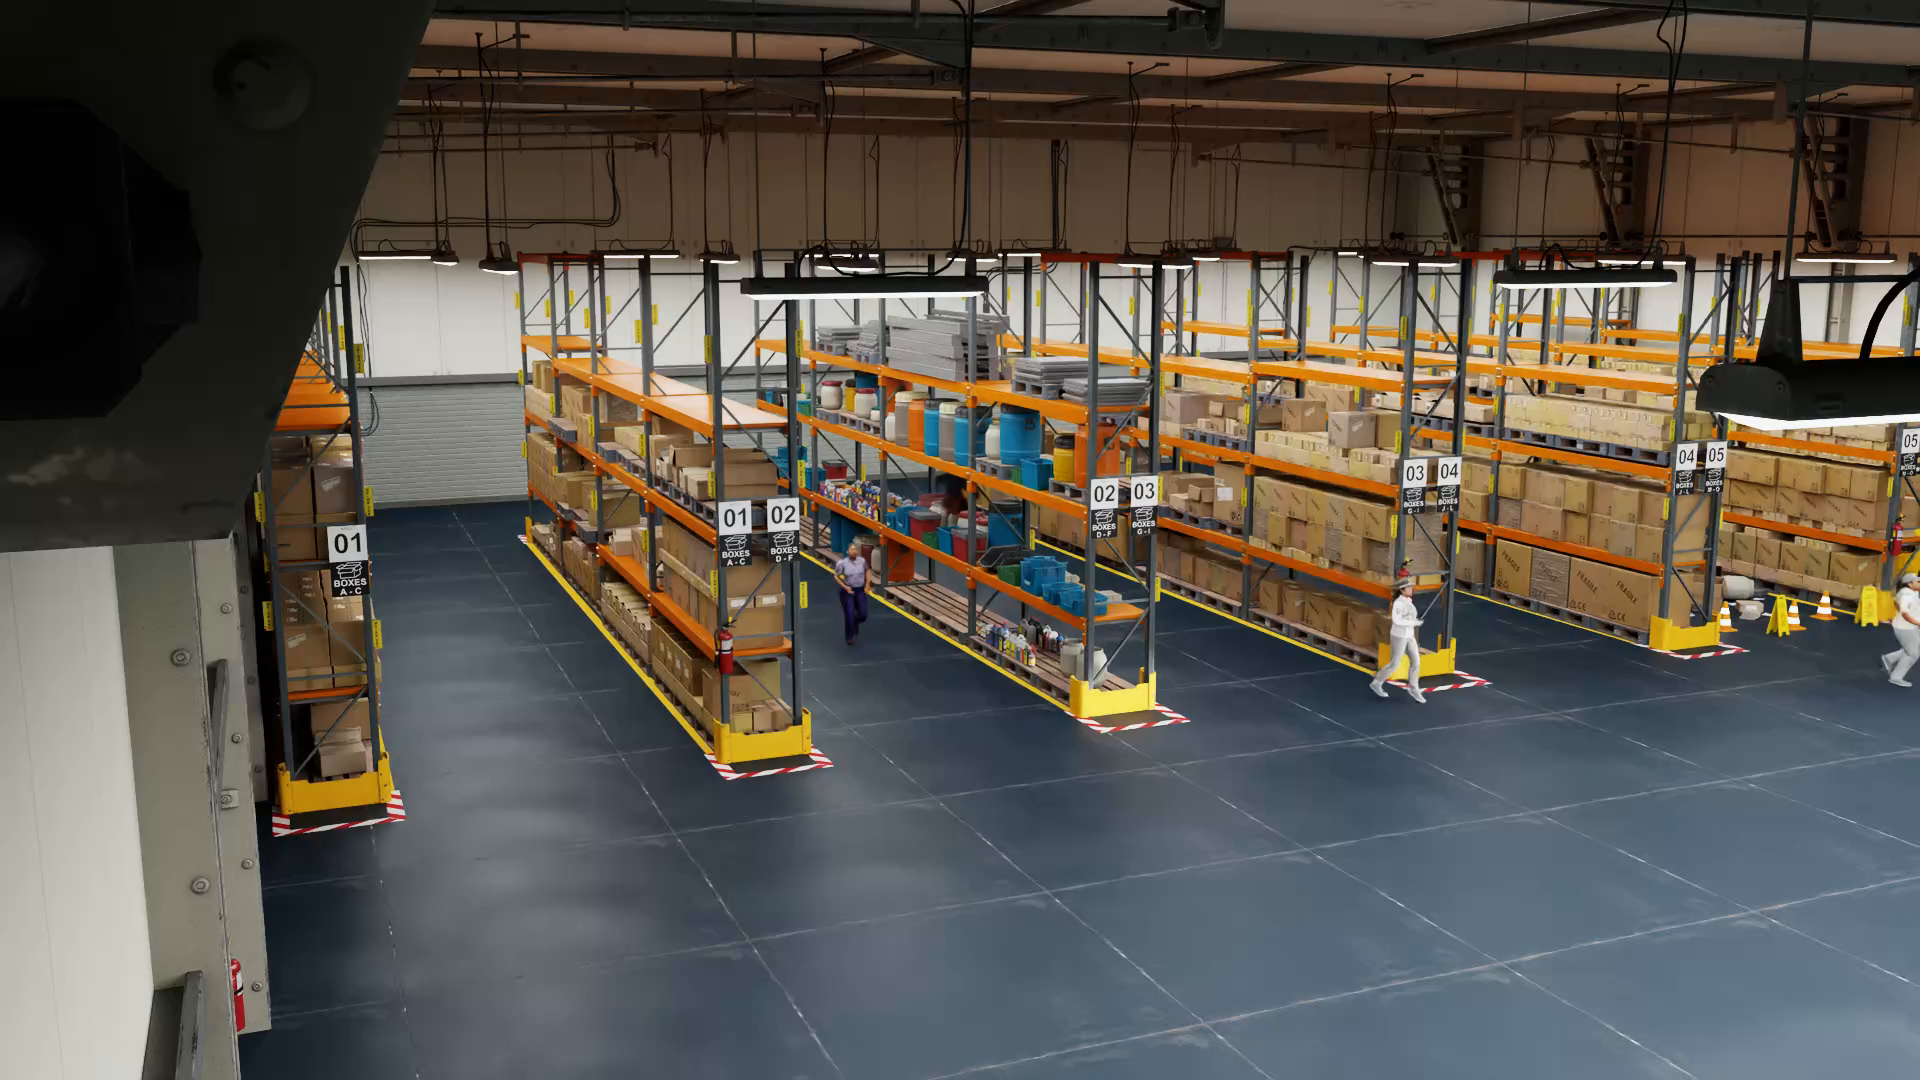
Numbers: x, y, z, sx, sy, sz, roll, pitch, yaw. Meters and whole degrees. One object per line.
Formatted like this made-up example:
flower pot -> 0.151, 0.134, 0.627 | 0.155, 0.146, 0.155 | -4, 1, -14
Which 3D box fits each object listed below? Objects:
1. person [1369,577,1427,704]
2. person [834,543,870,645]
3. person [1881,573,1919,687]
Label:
person -> 6.060, 1.367, 22.838 | 0.764, 1.748, 0.613 | 7, 13, 35
person -> -1.669, 0.833, 26.069 | 0.640, 1.606, 0.571 | -5, 11, -25
person -> 13.492, 1.263, 23.680 | 0.533, 1.632, 0.614 | 5, 12, 27
